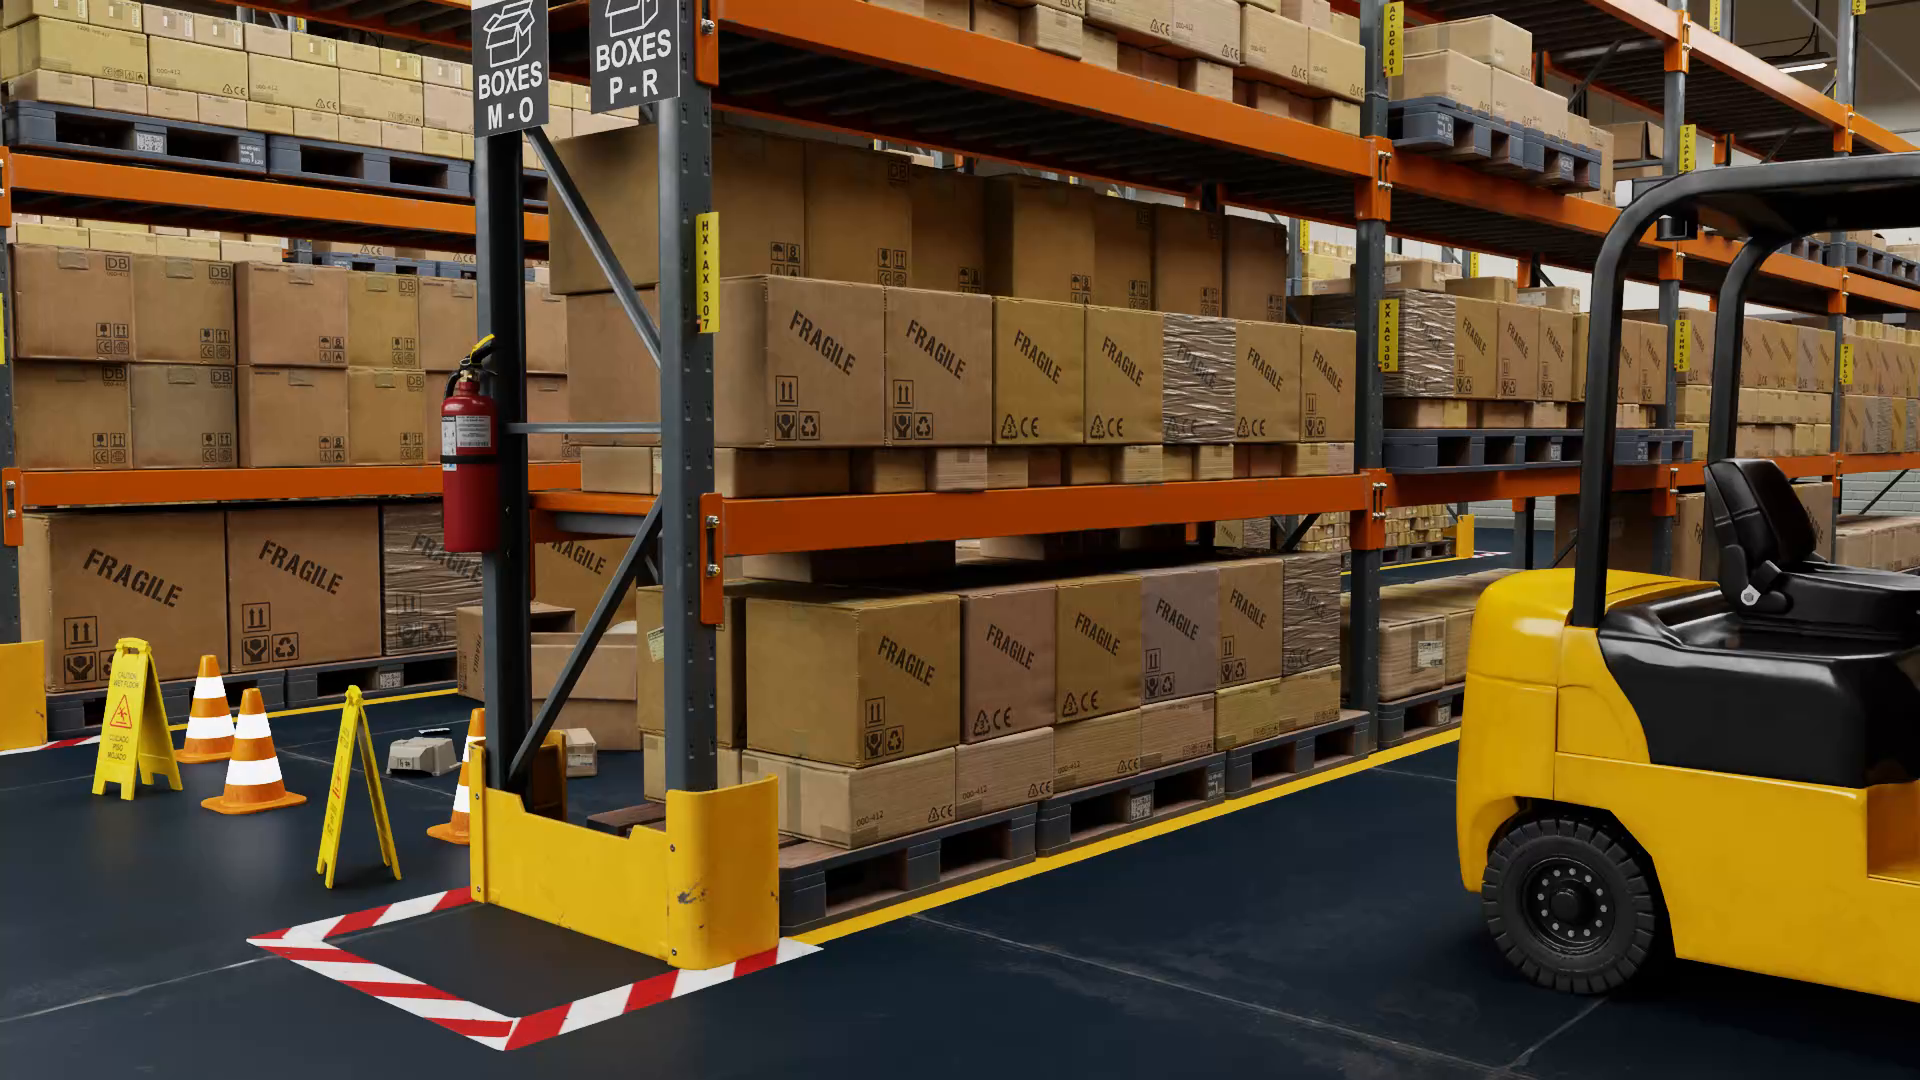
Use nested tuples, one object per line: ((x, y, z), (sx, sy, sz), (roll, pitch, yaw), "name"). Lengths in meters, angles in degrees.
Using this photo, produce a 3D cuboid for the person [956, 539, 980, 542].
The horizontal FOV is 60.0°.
((0.080, -0.069, 11.633), (0.519, 1.597, 0.474), (3, 5, 40), "person")
